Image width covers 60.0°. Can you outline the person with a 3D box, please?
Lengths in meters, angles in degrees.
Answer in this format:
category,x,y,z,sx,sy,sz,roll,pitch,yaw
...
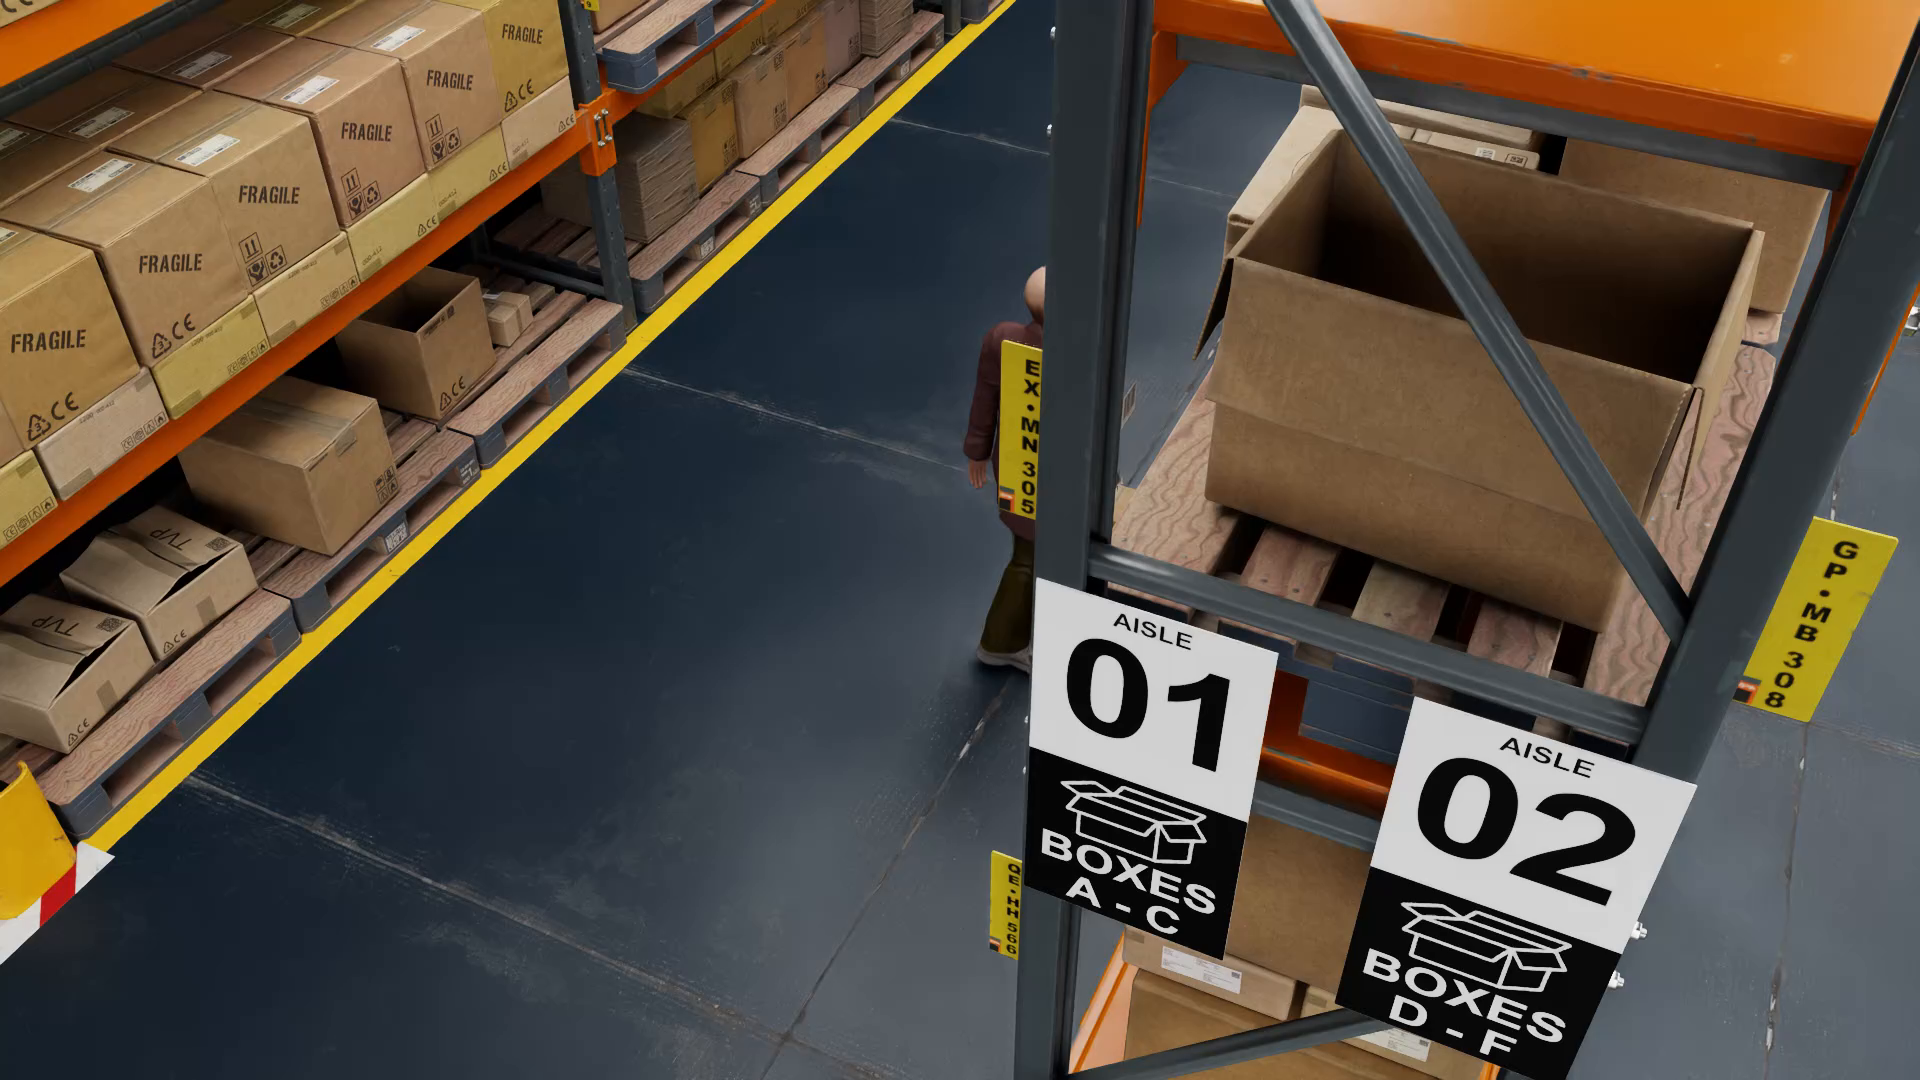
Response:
category,x,y,z,sx,sy,sz,roll,pitch,yaw
person,0.352,-0.298,6.495,0.732,1.772,0.586,-31,50,-30
